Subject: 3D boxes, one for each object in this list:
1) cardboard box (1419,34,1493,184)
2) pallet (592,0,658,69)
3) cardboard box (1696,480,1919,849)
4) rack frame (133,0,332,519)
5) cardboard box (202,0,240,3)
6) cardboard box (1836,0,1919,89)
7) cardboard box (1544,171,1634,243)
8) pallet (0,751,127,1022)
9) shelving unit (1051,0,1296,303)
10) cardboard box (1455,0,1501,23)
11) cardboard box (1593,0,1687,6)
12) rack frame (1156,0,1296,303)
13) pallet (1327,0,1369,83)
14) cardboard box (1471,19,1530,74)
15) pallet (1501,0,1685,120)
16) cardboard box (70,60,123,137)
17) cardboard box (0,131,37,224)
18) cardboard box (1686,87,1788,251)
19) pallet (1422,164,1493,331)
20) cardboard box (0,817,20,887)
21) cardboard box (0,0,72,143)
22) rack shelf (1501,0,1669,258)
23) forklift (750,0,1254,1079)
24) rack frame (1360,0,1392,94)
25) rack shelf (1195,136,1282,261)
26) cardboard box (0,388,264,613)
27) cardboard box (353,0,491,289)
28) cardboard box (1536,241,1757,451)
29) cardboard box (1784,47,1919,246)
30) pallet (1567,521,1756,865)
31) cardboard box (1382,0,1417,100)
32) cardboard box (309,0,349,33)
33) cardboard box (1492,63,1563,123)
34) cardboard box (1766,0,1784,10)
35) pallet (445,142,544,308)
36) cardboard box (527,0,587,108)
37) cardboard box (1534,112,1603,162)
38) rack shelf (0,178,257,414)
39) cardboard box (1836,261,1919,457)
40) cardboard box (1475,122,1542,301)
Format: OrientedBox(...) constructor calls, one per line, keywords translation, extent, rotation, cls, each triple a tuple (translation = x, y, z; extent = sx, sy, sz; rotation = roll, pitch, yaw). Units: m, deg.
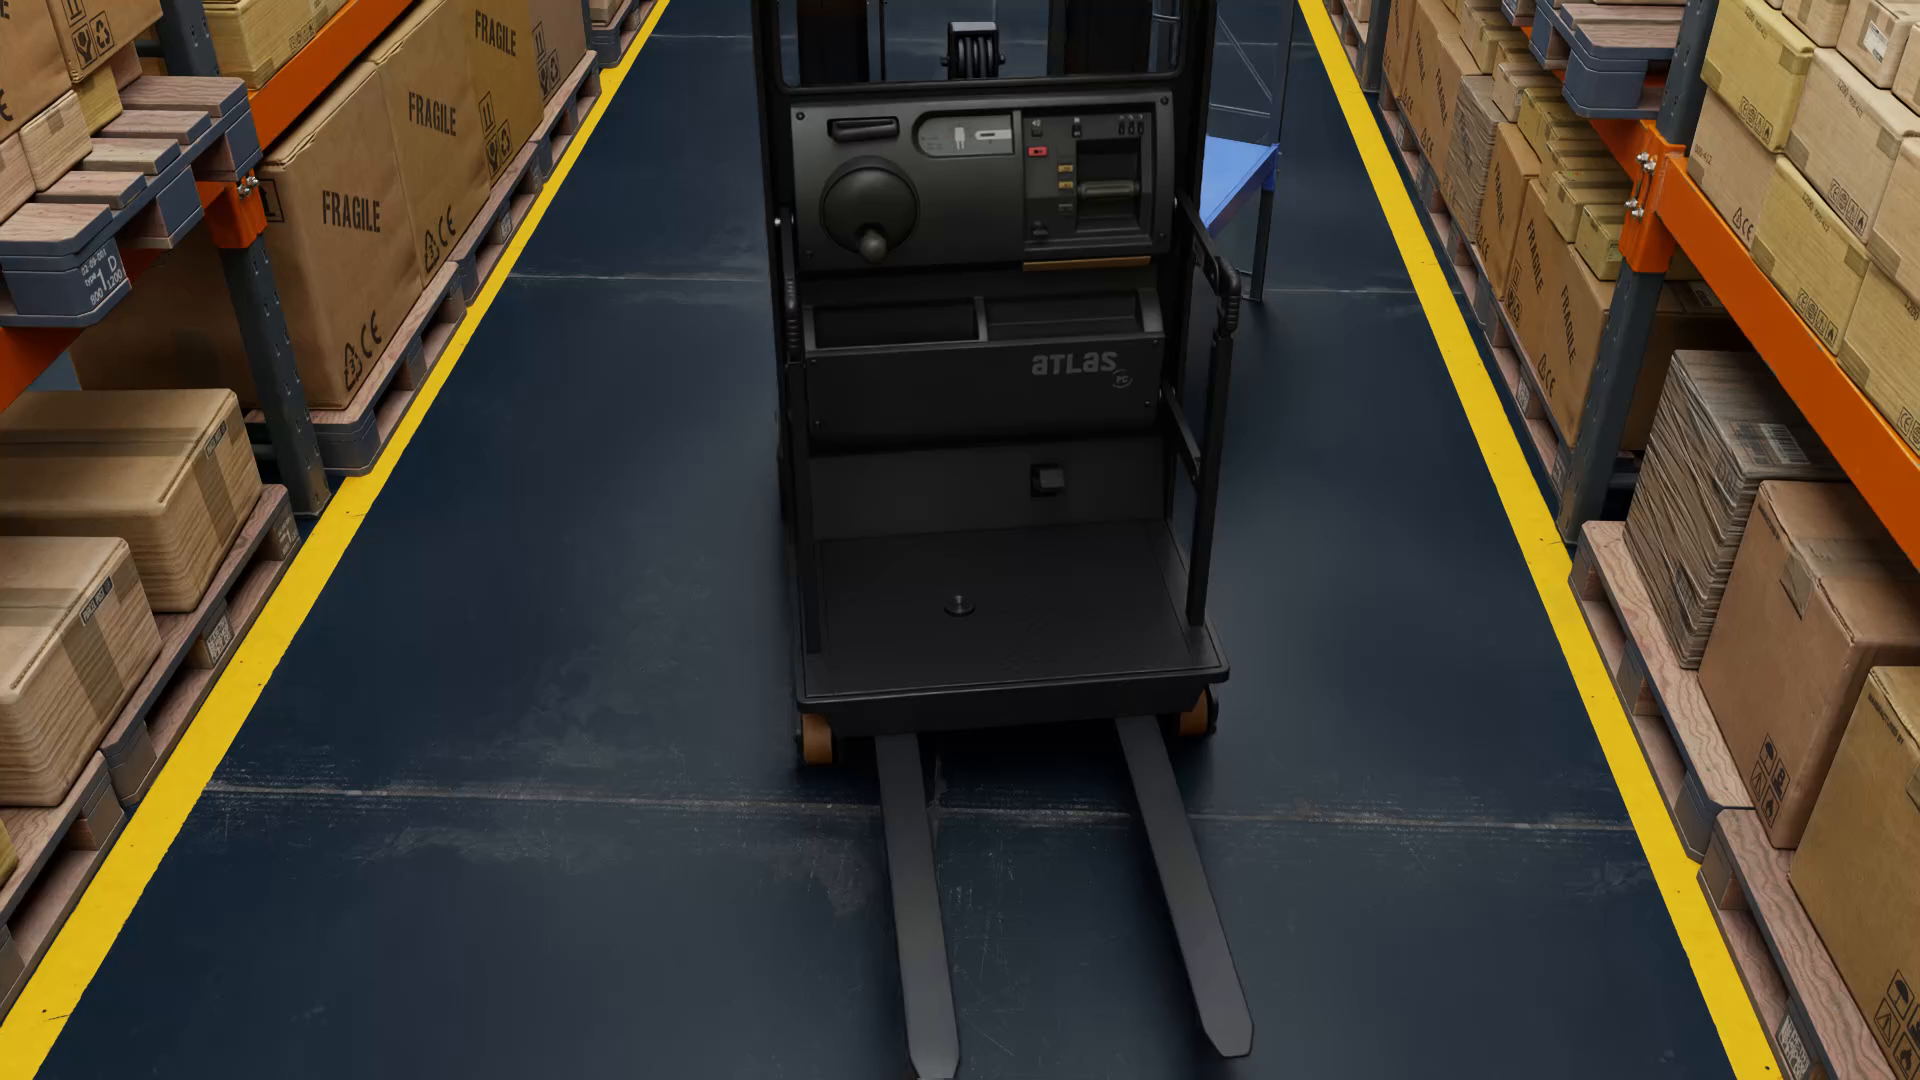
OrientedBox(translation=(2.281, -1.812, 7.028), extent=(0.500, 0.500, 0.500), rotation=(0, 35, 0), cls="cardboard box")
OrientedBox(translation=(-2.289, -2.935, 9.242), extent=(1.003, 0.211, 1.213), rotation=(1, 35, 2), cls="pallet")
OrientedBox(translation=(2.344, 0.303, 3.909), extent=(0.875, 0.625, 0.625), rotation=(2, 35, 3), cls="cardboard box")
OrientedBox(translation=(-2.559, -1.342, 4.551), extent=(1.000, 3.000, 0.127), rotation=(1, 35, 2), cls="rack frame")
OrientedBox(translation=(-2.292, -1.771, 4.857), extent=(0.500, 0.250, 0.500), rotation=(1, 35, 2), cls="cardboard box")
OrientedBox(translation=(2.100, -1.058, 3.496), extent=(0.380, 0.149, 0.250), rotation=(2, 35, 3), cls="cardboard box")
OrientedBox(translation=(2.148, -1.092, 5.439), extent=(0.380, 0.149, 0.250), rotation=(0, 35, -1), cls="cardboard box")
OrientedBox(translation=(-2.643, 0.946, 3.720), extent=(1.003, 0.211, 1.213), rotation=(1, 35, 2), cls="pallet")
OrientedBox(translation=(0.746, -1.361, 5.882), extent=(0.538, 1.500, 1.048), rotation=(16, 38, 21), cls="shelving unit")
OrientedBox(translation=(2.351, -2.276, 7.125), extent=(0.380, 0.149, 0.250), rotation=(1, 35, 1), cls="cardboard box")
OrientedBox(translation=(2.044, -1.685, 4.892), extent=(0.380, 0.149, 0.250), rotation=(2, 35, 3), cls="cardboard box")
OrientedBox(translation=(0.968, -1.624, 6.256), extent=(0.500, 1.500, 0.032), rotation=(16, 38, 21), cls="rack frame")
OrientedBox(translation=(2.590, -2.782, 9.025), extent=(1.003, 0.211, 1.213), rotation=(1, 35, 2), cls="pallet")
OrientedBox(translation=(2.292, -1.991, 6.719), extent=(0.380, 0.149, 0.250), rotation=(3, 35, 4), cls="cardboard box")
OrientedBox(translation=(2.358, -1.542, 5.003), extent=(1.213, 0.211, 1.003), rotation=(1, 35, 2), cls="pallet")
OrientedBox(translation=(-2.275, -1.062, 4.006), extent=(0.380, 0.149, 0.250), rotation=(2, 35, 3), cls="cardboard box")
OrientedBox(translation=(-2.259, -0.772, 3.593), extent=(0.380, 0.149, 0.250), rotation=(0, 35, 0), cls="cardboard box")
OrientedBox(translation=(2.139, -0.919, 4.080), extent=(0.500, 0.250, 0.500), rotation=(1, 35, 2), cls="cardboard box")
OrientedBox(translation=(2.521, -1.216, 6.797), extent=(1.003, 0.211, 1.213), rotation=(1, 35, 2), cls="pallet")
OrientedBox(translation=(-2.649, 0.745, 3.501), extent=(0.950, 0.372, 0.625), rotation=(2, 35, 3), cls="cardboard box")
OrientedBox(translation=(-2.309, -1.112, 3.513), extent=(0.500, 0.500, 0.500), rotation=(1, 35, 1), cls="cardboard box")
OrientedBox(translation=(2.481, -2.085, 6.233), extent=(1.077, 0.370, 4.000), rotation=(1, 35, 2), cls="rack shelf")
OrientedBox(translation=(0.087, -0.815, 3.861), extent=(1.130, 2.935, 3.031), rotation=(-4, 35, -5), cls="forklift")
OrientedBox(translation=(2.562, -3.528, 7.661), extent=(1.000, 3.000, 0.127), rotation=(1, 35, 2), cls="rack frame")
OrientedBox(translation=(0.746, -1.214, 5.985), extent=(0.538, 0.185, 1.000), rotation=(16, 38, 21), cls="rack shelf")
OrientedBox(translation=(-2.591, -0.115, 4.725), extent=(0.950, 0.372, 0.625), rotation=(-1, 35, -1), cls="cardboard box")
OrientedBox(translation=(-2.408, -1.552, 6.333), extent=(0.875, 0.875, 0.875), rotation=(2, 35, 2), cls="cardboard box")
OrientedBox(translation=(2.203, -0.627, 5.342), extent=(0.500, 0.500, 0.500), rotation=(2, 35, 3), cls="cardboard box")
OrientedBox(translation=(2.118, -0.836, 3.527), extent=(0.500, 0.250, 0.500), rotation=(2, 35, 3), cls="cardboard box")
OrientedBox(translation=(2.329, 0.383, 4.521), extent=(1.003, 0.211, 1.213), rotation=(1, 35, 2), cls="pallet")
OrientedBox(translation=(2.317, -2.404, 7.871), extent=(0.500, 0.500, 0.500), rotation=(3, 35, 4), cls="cardboard box")
OrientedBox(translation=(-2.285, -1.852, 5.407), extent=(0.500, 0.250, 0.500), rotation=(0, 35, 1), cls="cardboard box")
OrientedBox(translation=(2.249, -1.695, 6.298), extent=(0.380, 0.149, 0.250), rotation=(0, 35, 0), cls="cardboard box")
OrientedBox(translation=(2.094, -1.360, 3.925), extent=(0.380, 0.149, 0.250), rotation=(2, 35, 3), cls="cardboard box")
OrientedBox(translation=(-2.400, -1.352, 6.990), extent=(1.003, 0.211, 1.213), rotation=(1, 35, 2), cls="pallet")
OrientedBox(translation=(-2.343, -2.585, 7.802), extent=(0.875, 0.875, 0.875), rotation=(2, 35, 3), cls="cardboard box")
OrientedBox(translation=(2.258, -1.392, 5.867), extent=(0.380, 0.149, 0.250), rotation=(2, 35, 3), cls="cardboard box")
OrientedBox(translation=(-2.639, 0.101, 3.123), extent=(1.077, 0.370, 4.000), rotation=(1, 35, 2), cls="rack shelf")
OrientedBox(translation=(2.100, -0.334, 3.247), extent=(0.500, 0.250, 0.500), rotation=(0, 35, 0), cls="cardboard box")
OrientedBox(translation=(2.252, -1.215, 6.179), extent=(0.500, 0.500, 0.500), rotation=(3, 35, 4), cls="cardboard box")
